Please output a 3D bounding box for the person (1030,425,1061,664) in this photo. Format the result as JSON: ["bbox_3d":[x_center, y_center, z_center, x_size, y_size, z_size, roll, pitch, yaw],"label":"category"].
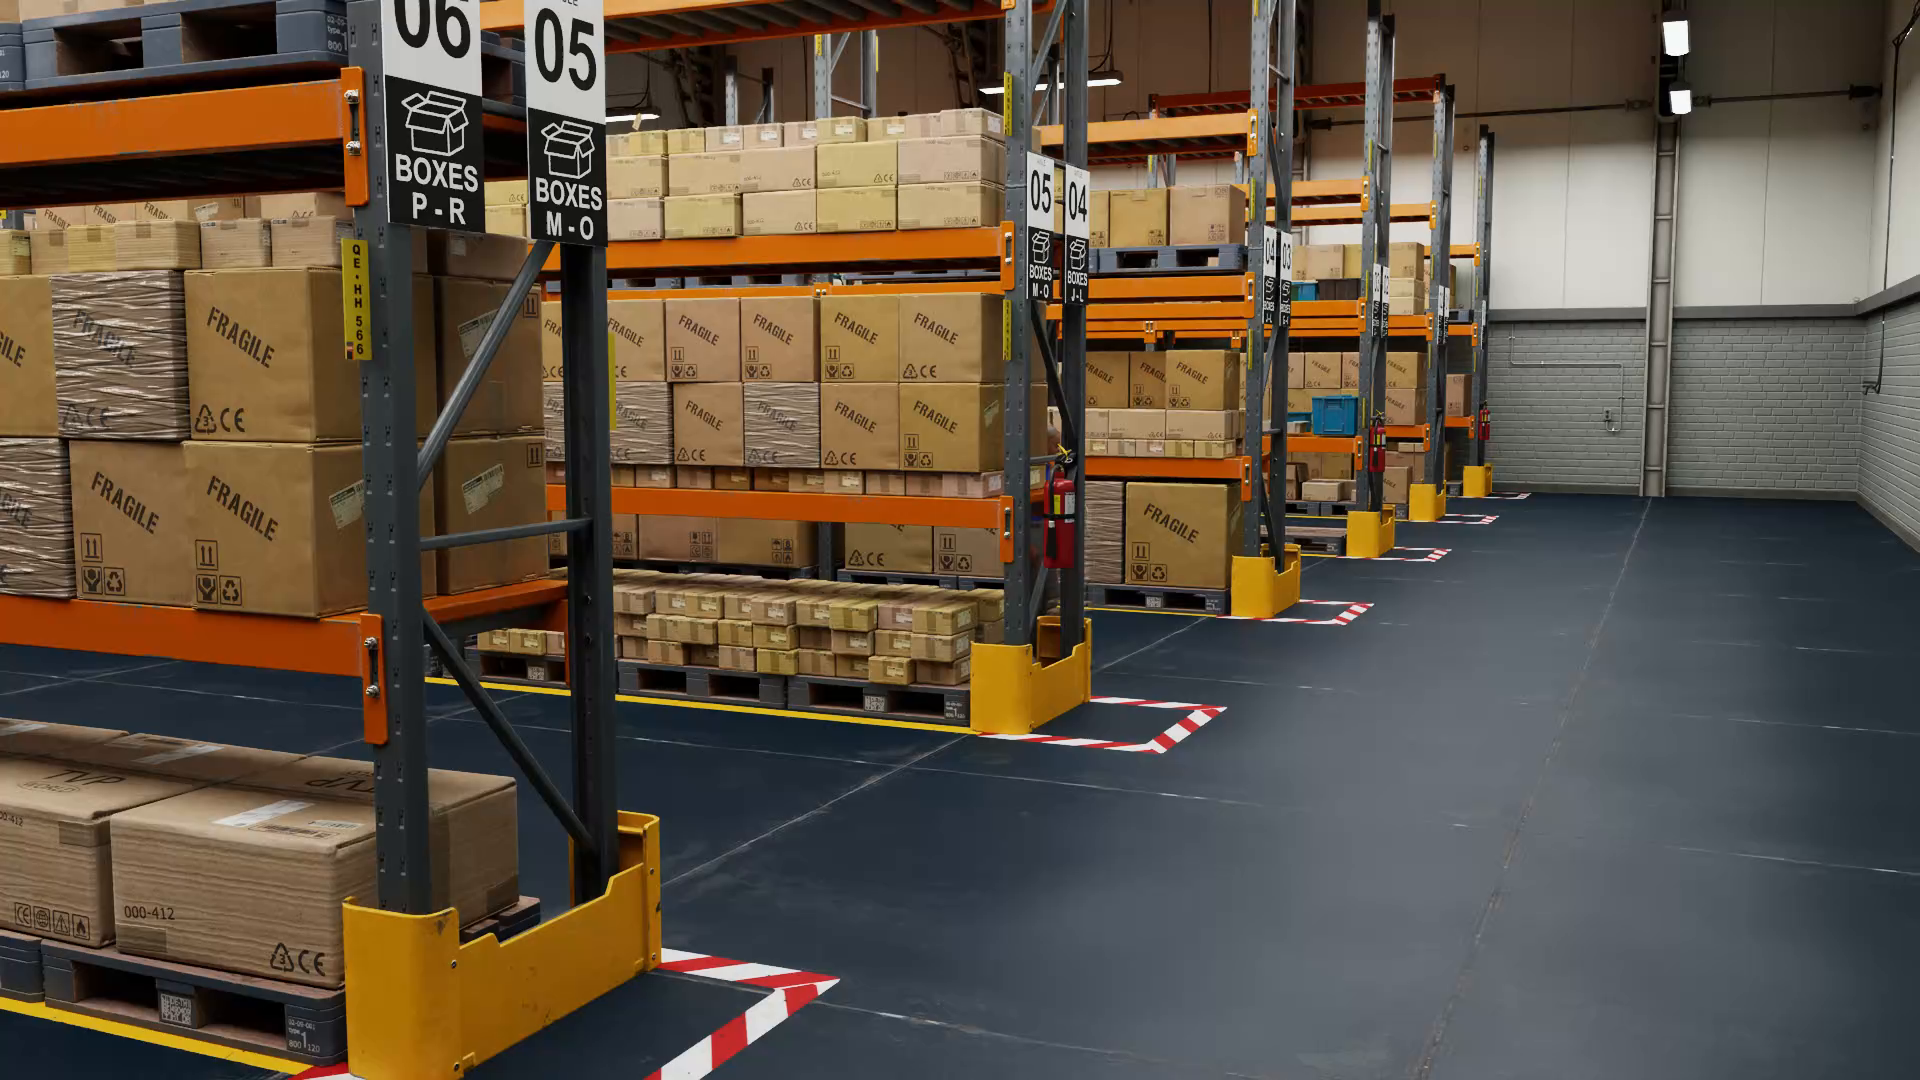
[{"bbox_3d":[0.545,0.039,11.411,0.392,1.655,0.505,3,6,24],"label":"person"}]
